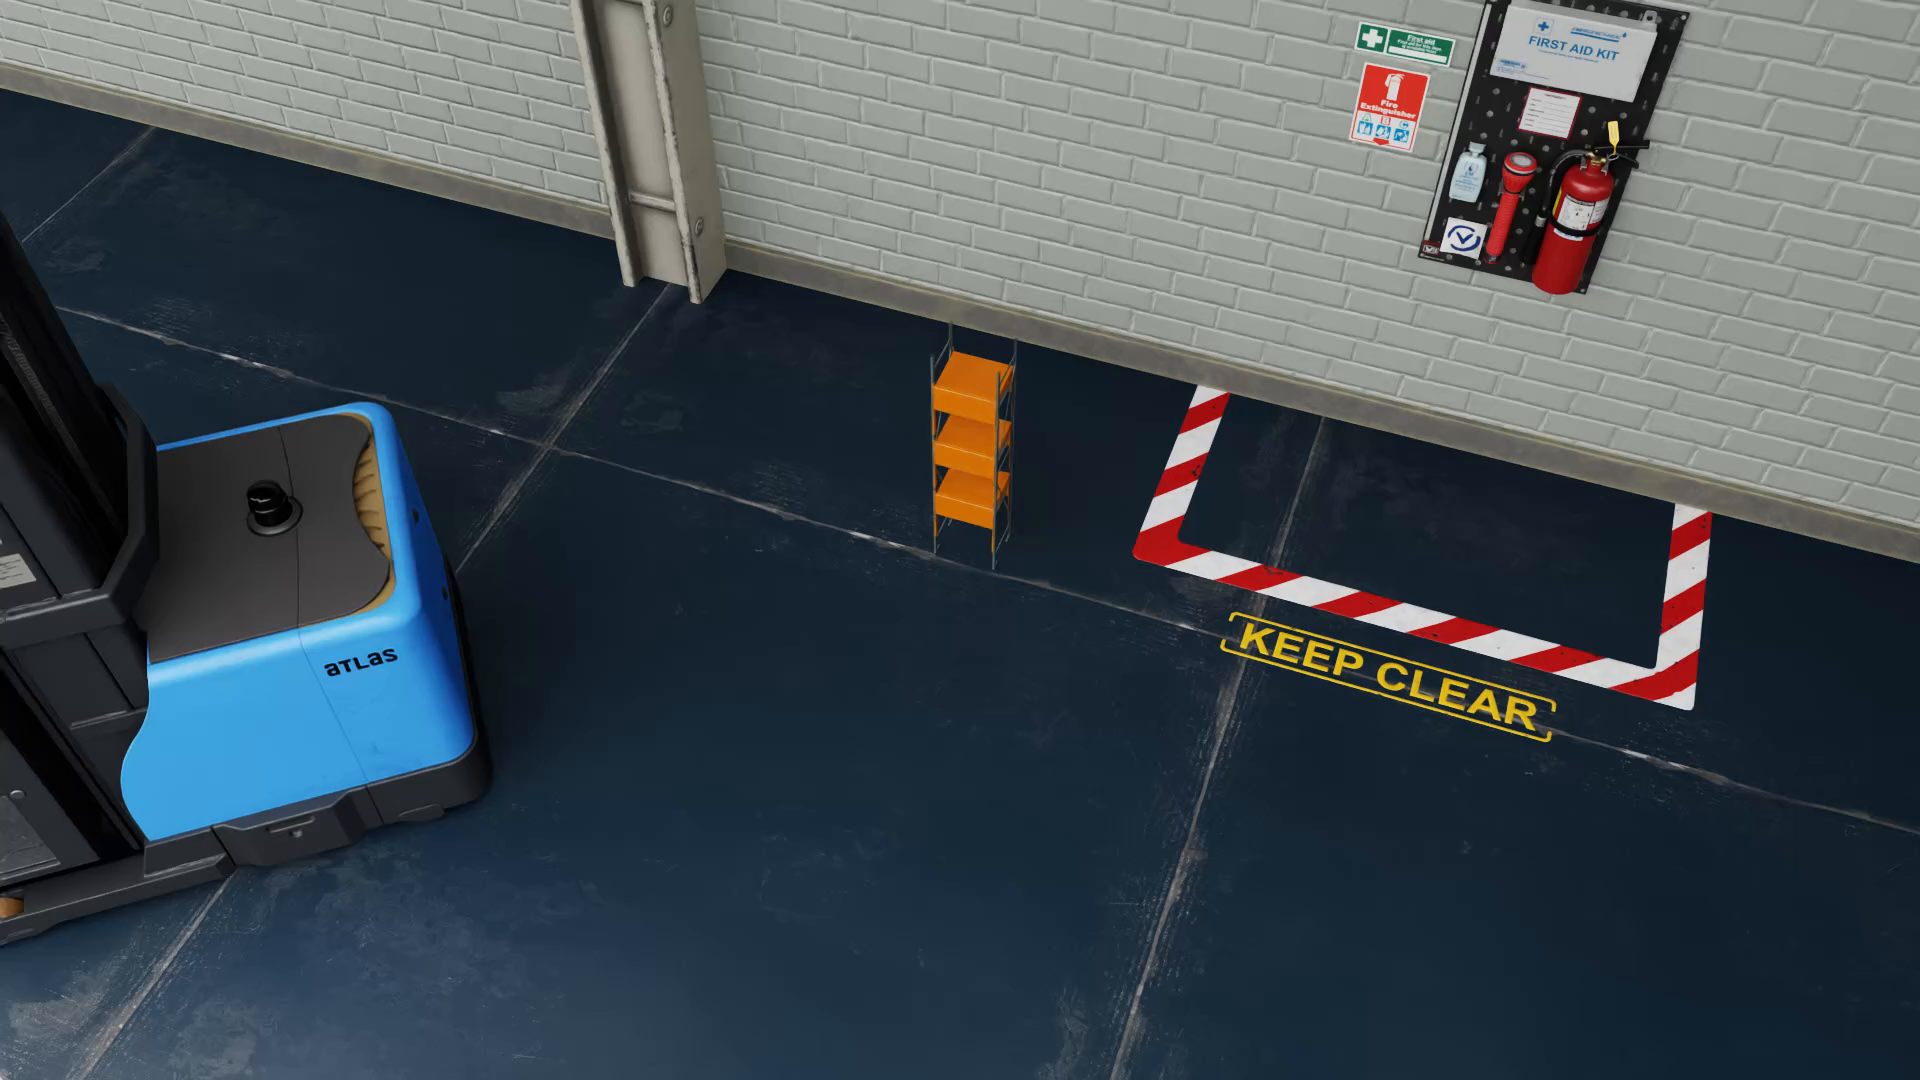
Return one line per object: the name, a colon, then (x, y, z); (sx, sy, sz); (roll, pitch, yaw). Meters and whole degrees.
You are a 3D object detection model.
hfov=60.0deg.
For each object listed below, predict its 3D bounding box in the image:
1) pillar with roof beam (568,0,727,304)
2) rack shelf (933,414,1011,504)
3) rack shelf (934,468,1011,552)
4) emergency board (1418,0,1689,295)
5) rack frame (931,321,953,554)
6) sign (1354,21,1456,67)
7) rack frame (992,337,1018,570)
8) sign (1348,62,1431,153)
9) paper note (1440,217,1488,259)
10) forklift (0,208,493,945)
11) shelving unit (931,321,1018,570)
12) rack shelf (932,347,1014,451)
pillar with roof beam: (-2.800, -1.126, 1.637); (0.400, 9.000, 9.100); (16, 51, 13)
rack shelf: (0.050, -0.323, 6.216); (0.240, 0.259, 0.215); (16, 51, 13)
rack shelf: (0.050, -0.141, 6.426); (0.240, 0.259, 0.215); (16, 51, 13)
emergency board: (2.016, -1.315, 5.772); (0.643, 1.169, 0.194); (16, 51, 13)
rack frame: (-0.064, -0.362, 6.235); (0.008, 1.050, 0.200); (16, 51, 13)
sign: (1.534, -1.711, 5.740); (0.331, 0.109, 0.001); (16, 51, 13)
rack frame: (0.165, -0.298, 6.180); (0.008, 1.050, 0.200); (16, 51, 13)
sign: (1.533, -1.545, 5.947); (0.234, 0.329, 0.001); (16, 51, 13)
paper note: (1.873, -1.122, 6.187); (0.142, 0.148, 0.016); (16, 51, 13)
forklift: (-3.207, -0.040, 4.711); (3.031, 2.935, 1.130); (-14, 51, -12)
shelving unit: (0.050, -0.330, 6.208); (0.252, 1.050, 0.215); (16, 51, 13)
rack shelf: (0.050, -0.509, 6.001); (0.240, 0.259, 0.215); (16, 51, 13)
